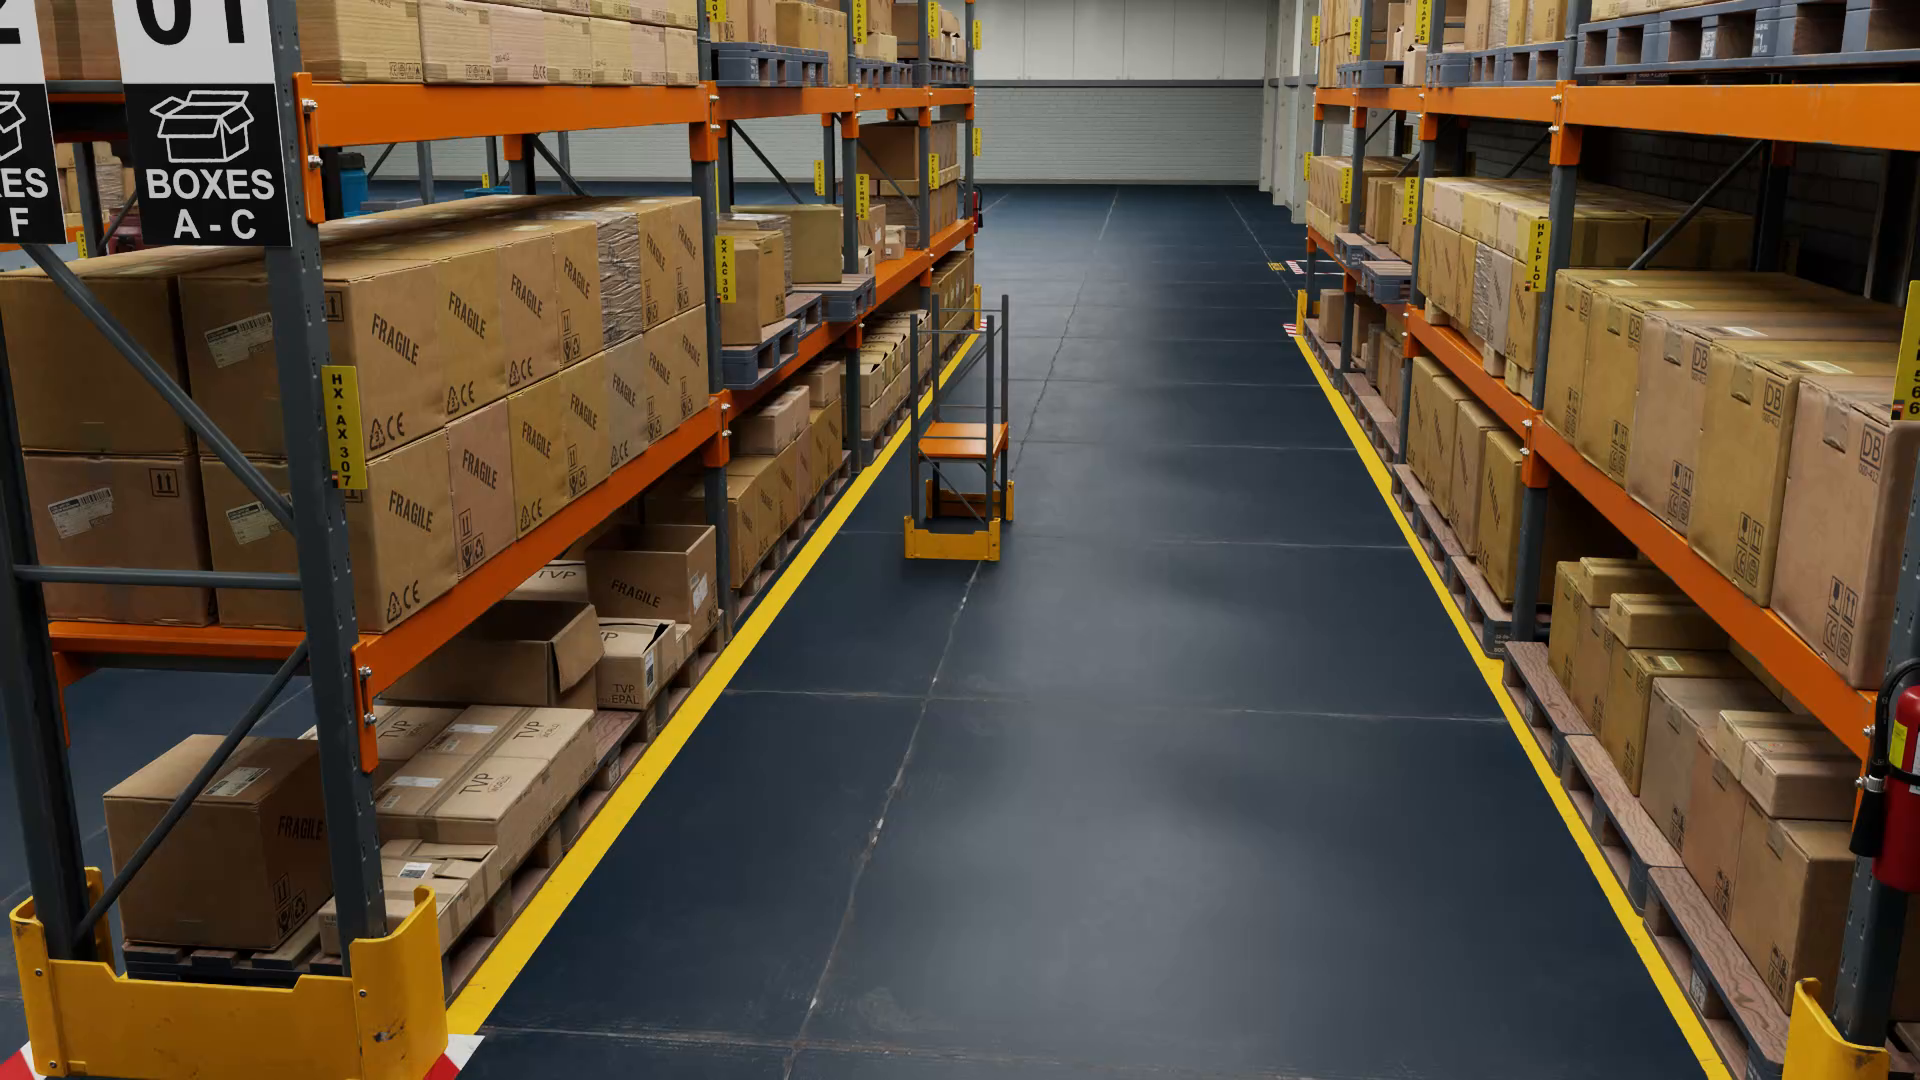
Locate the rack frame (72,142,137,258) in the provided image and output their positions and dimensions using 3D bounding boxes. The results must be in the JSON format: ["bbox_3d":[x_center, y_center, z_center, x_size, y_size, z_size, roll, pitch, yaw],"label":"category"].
[{"bbox_3d":[-6.167,-2.111,12.724,1.000,3.000,0.127,2,15,6],"label":"rack frame"}]

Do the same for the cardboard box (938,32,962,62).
[{"bbox_3d":[-0.273,-5.264,17.735,0.500,0.311,0.500,4,16,13],"label":"cardboard box"}]

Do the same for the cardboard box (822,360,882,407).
[{"bbox_3d":[-0.894,-1.238,12.882,0.500,0.311,0.500,2,15,8],"label":"cardboard box"}]

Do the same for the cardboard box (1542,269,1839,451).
[{"bbox_3d":[3.148,-0.787,7.251,0.980,0.700,0.700,2,15,7],"label":"cardboard box"}]

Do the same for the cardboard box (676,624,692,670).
[{"bbox_3d":[-1.462,0.492,7.715,0.380,0.149,0.250,2,15,6],"label":"cardboard box"}]

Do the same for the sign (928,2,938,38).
[{"bbox_3d":[-0.254,-4.838,15.468,0.100,0.325,0.005,2,15,6],"label":"sign"}]

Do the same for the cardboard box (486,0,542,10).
[{"bbox_3d":[-1.718,-1.892,5.494,0.500,0.250,0.500,2,15,6],"label":"cardboard box"}]

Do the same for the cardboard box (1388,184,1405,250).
[{"bbox_3d":[3.924,-2.670,13.757,0.700,0.500,0.500,4,16,14],"label":"cardboard box"}]

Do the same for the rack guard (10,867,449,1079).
[{"bbox_3d":[-2.139,1.297,4.907,1.175,0.500,0.348,2,15,6],"label":"rack guard"}]

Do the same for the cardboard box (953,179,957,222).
[{"bbox_3d":[-0.408,-3.967,19.395,0.700,0.500,0.500,2,15,6],"label":"cardboard box"}]

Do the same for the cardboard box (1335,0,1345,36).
[{"bbox_3d":[4.015,-5.262,16.483,0.500,0.500,0.500,1,15,4],"label":"cardboard box"}]

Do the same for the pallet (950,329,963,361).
[{"bbox_3d":[-0.528,-2.178,18.313,1.003,0.211,1.213,2,15,6],"label":"pallet"}]

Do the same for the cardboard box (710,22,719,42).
[{"bbox_3d":[-1.567,-2.803,8.347,0.600,0.600,0.600,0,15,1],"label":"cardboard box"}]

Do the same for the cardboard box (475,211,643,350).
[{"bbox_3d":[-1.609,-1.056,6.713,0.500,0.500,0.500,2,15,7],"label":"cardboard box"}]

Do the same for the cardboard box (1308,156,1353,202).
[{"bbox_3d":[4.227,-4.079,18.812,0.500,0.500,0.500,2,15,6],"label":"cardboard box"}]

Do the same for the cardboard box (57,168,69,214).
[{"bbox_3d":[-10.477,-3.863,18.440,0.875,0.500,0.500,2,15,6],"label":"cardboard box"}]

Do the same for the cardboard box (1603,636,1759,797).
[{"bbox_3d":[2.919,0.676,6.400,0.700,0.500,0.500,2,15,8],"label":"cardboard box"}]

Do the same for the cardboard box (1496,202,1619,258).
[{"bbox_3d":[3.092,-1.607,8.621,0.500,0.250,0.500,2,15,7],"label":"cardboard box"}]

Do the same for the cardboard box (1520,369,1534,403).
[{"bbox_3d":[2.983,-0.767,8.194,0.380,0.149,0.250,2,15,7],"label":"cardboard box"}]

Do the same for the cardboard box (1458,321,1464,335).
[{"bbox_3d":[3.332,-1.362,10.394,0.380,0.149,0.250,2,15,7],"label":"cardboard box"}]

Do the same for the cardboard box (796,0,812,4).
[{"bbox_3d":[-1.301,-3.831,11.228,0.500,0.500,0.500,2,15,6],"label":"cardboard box"}]

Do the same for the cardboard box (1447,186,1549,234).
[{"bbox_3d":[3.257,-2.004,10.090,0.500,0.250,0.500,2,15,7],"label":"cardboard box"}]

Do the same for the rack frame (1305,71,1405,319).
[{"bbox_3d":[4.580,-3.895,19.318,1.000,3.000,0.127,2,15,6],"label":"rack frame"}]

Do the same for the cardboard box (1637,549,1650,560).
[{"bbox_3d":[3.253,0.068,7.406,0.380,0.149,0.250,2,15,6],"label":"cardboard box"}]

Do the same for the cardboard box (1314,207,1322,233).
[{"bbox_3d":[4.101,-3.448,17.914,0.500,0.250,0.500,1,15,5],"label":"cardboard box"}]

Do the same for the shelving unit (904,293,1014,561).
[{"bbox_3d":[0.009,-0.744,10.539,0.587,1.500,1.083,2,15,6],"label":"shelving unit"}]

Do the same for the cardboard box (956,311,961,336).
[{"bbox_3d":[-0.267,-2.378,18.172,0.500,0.250,0.500,2,15,6],"label":"cardboard box"}]

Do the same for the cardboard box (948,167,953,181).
[{"bbox_3d":[-0.284,-4.097,18.632,0.380,0.149,0.250,2,15,7],"label":"cardboard box"}]

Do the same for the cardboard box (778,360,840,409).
[{"bbox_3d":[-1.120,-1.068,11.375,0.500,0.250,0.500,2,15,8],"label":"cardboard box"}]

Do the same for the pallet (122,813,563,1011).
[{"bbox_3d":[-2.050,1.230,5.709,1.003,0.211,1.213,2,15,6],"label":"pallet"}]

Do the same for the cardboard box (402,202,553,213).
[{"bbox_3d":[-2.087,-1.210,7.285,0.500,0.500,0.500,1,15,5],"label":"cardboard box"}]

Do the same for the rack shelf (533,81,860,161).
[{"bbox_3d":[-1.471,-2.547,9.965,1.077,0.370,4.000,2,15,6],"label":"rack shelf"}]

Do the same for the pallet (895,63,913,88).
[{"bbox_3d":[-0.881,-4.129,14.804,0.805,0.209,1.217,1,15,4],"label":"pallet"}]

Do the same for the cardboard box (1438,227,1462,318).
[{"bbox_3d":[3.243,-1.639,10.175,0.500,0.500,0.500,2,15,6],"label":"cardboard box"}]

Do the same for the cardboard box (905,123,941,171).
[{"bbox_3d":[-0.580,-4.182,17.706,0.700,0.500,0.500,2,15,6],"label":"cardboard box"}]

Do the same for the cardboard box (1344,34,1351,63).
[{"bbox_3d":[4.010,-4.632,16.069,0.500,0.500,0.500,0,15,2],"label":"cardboard box"}]

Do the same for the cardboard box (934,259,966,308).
[{"bbox_3d":[-0.206,-2.869,18.553,0.500,0.500,0.500,2,15,6],"label":"cardboard box"}]

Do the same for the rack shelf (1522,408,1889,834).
[{"bbox_3d":[3.000,0.084,5.984,1.077,0.370,4.000,2,15,6],"label":"rack shelf"}]

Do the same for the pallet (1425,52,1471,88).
[{"bbox_3d":[3.657,-3.008,10.655,1.213,0.211,1.003,2,15,9],"label":"pallet"}]

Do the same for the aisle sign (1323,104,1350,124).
[{"bbox_3d":[4.290,-5.177,19.081,0.394,0.787,0.004,2,15,6],"label":"aisle sign"}]

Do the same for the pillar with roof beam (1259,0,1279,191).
[{"bbox_3d":[4.468,-14.491,47.014,9.100,9.000,0.400,2,15,6],"label":"pillar with roof beam"}]

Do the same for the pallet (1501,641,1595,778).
[{"bbox_3d":[3.062,0.759,7.452,1.003,0.211,1.213,2,15,6],"label":"pallet"}]

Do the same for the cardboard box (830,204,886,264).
[{"bbox_3d":[-0.956,-2.715,14.765,0.500,0.500,0.500,3,15,10],"label":"cardboard box"}]

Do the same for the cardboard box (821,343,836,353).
[{"bbox_3d":[-1.319,-1.520,13.924,0.500,0.311,0.500,2,15,6],"label":"cardboard box"}]

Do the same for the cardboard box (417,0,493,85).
[{"bbox_3d":[-1.768,-1.520,5.079,0.500,0.250,0.500,2,15,6],"label":"cardboard box"}]

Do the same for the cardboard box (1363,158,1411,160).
[{"bbox_3d":[4.671,-3.935,18.280,0.500,0.500,0.500,2,15,7],"label":"cardboard box"}]

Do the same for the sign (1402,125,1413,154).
[{"bbox_3d":[5.129,-4.584,19.046,0.100,0.325,0.005,2,15,6],"label":"sign"}]

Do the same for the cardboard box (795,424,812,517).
[{"bbox_3d":[-1.229,-0.450,10.527,0.500,0.500,0.500,1,15,4],"label":"cardboard box"}]

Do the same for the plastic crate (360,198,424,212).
[{"bbox_3d":[-5.466,-3.045,16.055,0.402,0.464,0.583,2,15,6],"label":"plastic crate"}]

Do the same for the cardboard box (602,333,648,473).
[{"bbox_3d":[-1.611,-0.571,6.836,0.500,0.500,0.500,2,15,8],"label":"cardboard box"}]

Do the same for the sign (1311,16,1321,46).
[{"bbox_3d":[4.041,-5.780,18.872,0.100,0.325,0.005,2,15,6],"label":"sign"}]

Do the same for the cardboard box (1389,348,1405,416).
[{"bbox_3d":[3.908,-1.274,13.571,0.700,0.500,0.500,2,15,6],"label":"cardboard box"}]

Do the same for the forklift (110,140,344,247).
[{"bbox_3d":[-4.649,-1.548,10.772,1.130,2.935,3.031,-14,21,-43],"label":"forklift"}]

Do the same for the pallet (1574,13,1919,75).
[{"bbox_3d":[3.123,-1.976,6.645,1.003,0.211,1.213,2,15,6],"label":"pallet"}]

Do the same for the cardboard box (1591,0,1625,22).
[{"bbox_3d":[2.886,-2.237,6.734,0.500,0.250,0.500,2,15,6],"label":"cardboard box"}]
